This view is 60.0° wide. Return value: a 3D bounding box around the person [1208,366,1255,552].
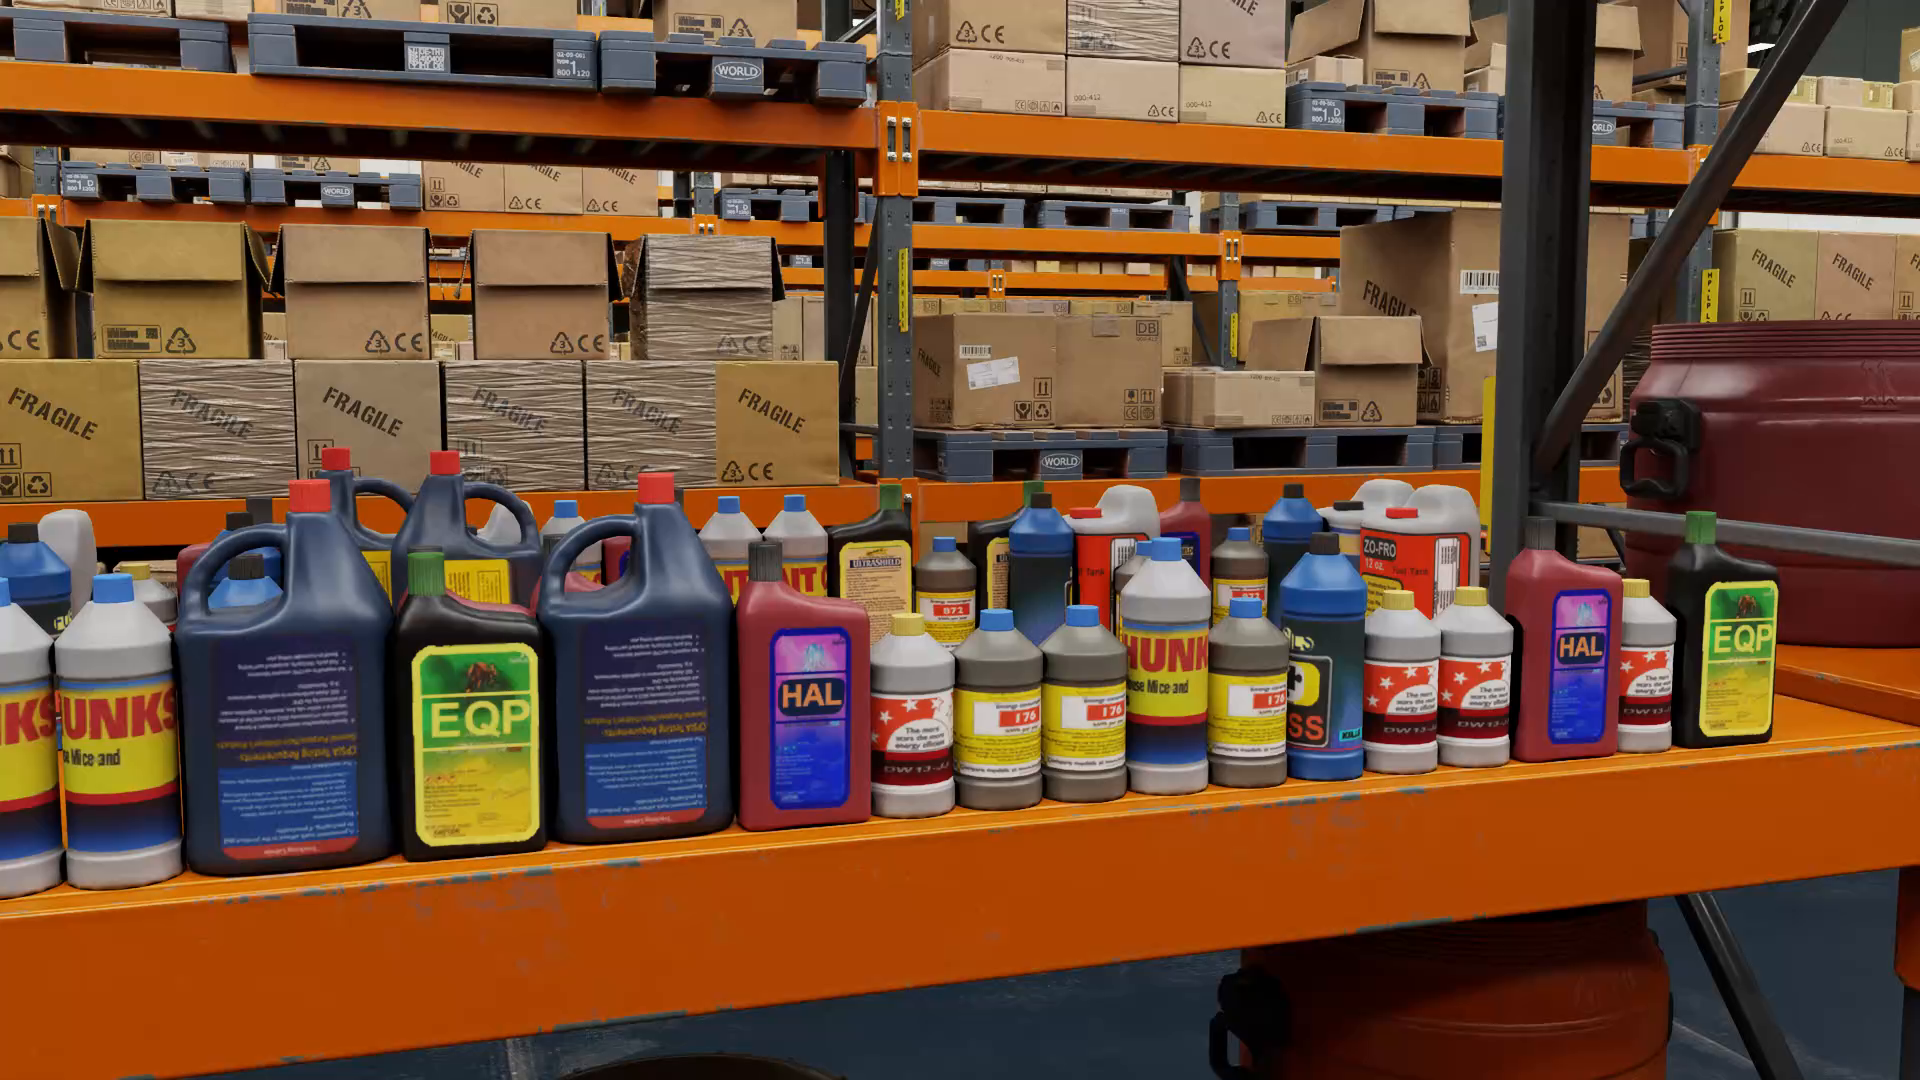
[{"bbox_3d":[1.581,-0.164,10.397,0.484,1.829,0.574,-5,8,-44],"label":"person"}]
